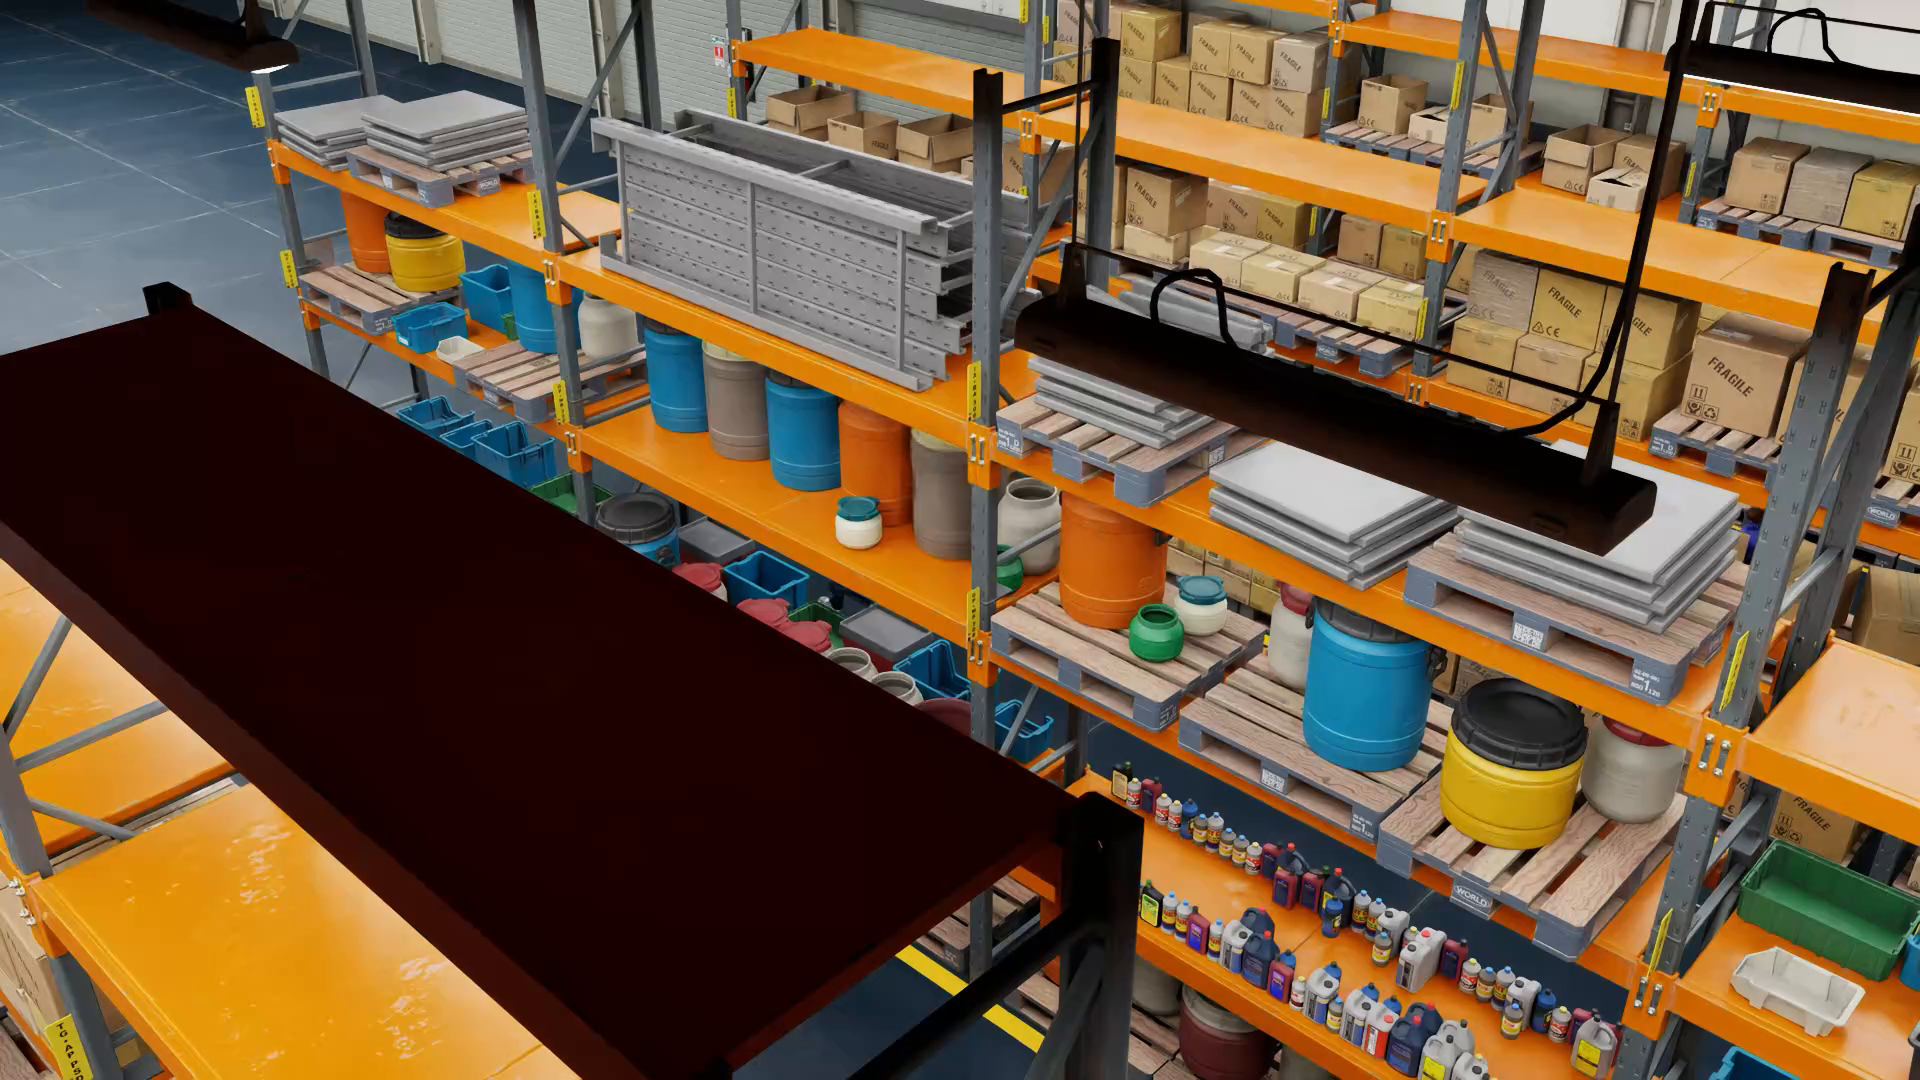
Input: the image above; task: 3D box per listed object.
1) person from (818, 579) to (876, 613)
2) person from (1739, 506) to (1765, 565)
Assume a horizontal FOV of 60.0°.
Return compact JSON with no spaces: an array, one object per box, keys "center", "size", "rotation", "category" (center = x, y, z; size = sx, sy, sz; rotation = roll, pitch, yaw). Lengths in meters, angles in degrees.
[{"center":[-0.978,0.056,14.533],"size":[0.840,1.557,0.454],"rotation":[14,32,23],"category":"person"},{"center":[6.577,0.334,14.002],"size":[1.051,1.578,0.441],"rotation":[24,37,35],"category":"person"}]
